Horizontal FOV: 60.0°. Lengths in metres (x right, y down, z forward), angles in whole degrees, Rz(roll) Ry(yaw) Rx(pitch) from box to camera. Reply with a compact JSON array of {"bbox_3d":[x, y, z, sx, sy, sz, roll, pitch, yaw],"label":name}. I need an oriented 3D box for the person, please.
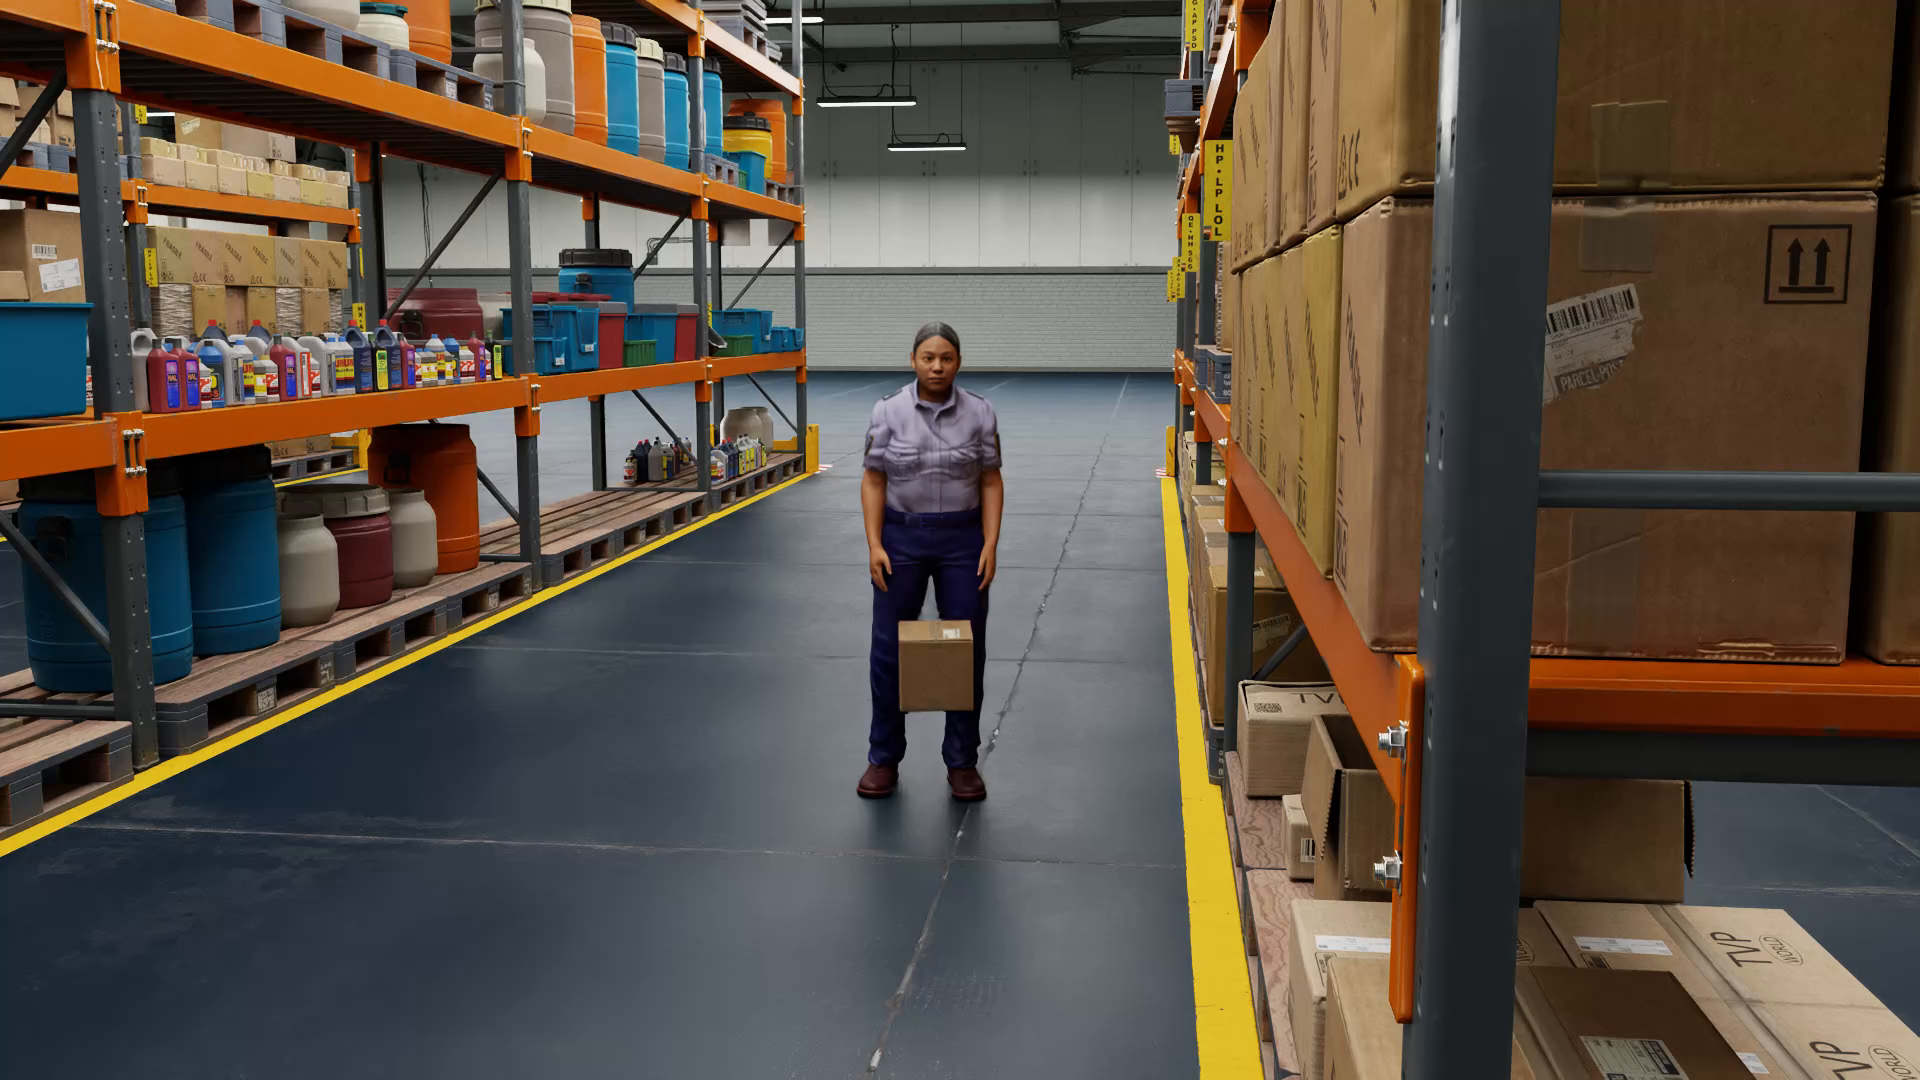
[{"bbox_3d":[-0.104,0.070,5.851,0.526,1.641,0.421,0,8,-3],"label":"person"}]
